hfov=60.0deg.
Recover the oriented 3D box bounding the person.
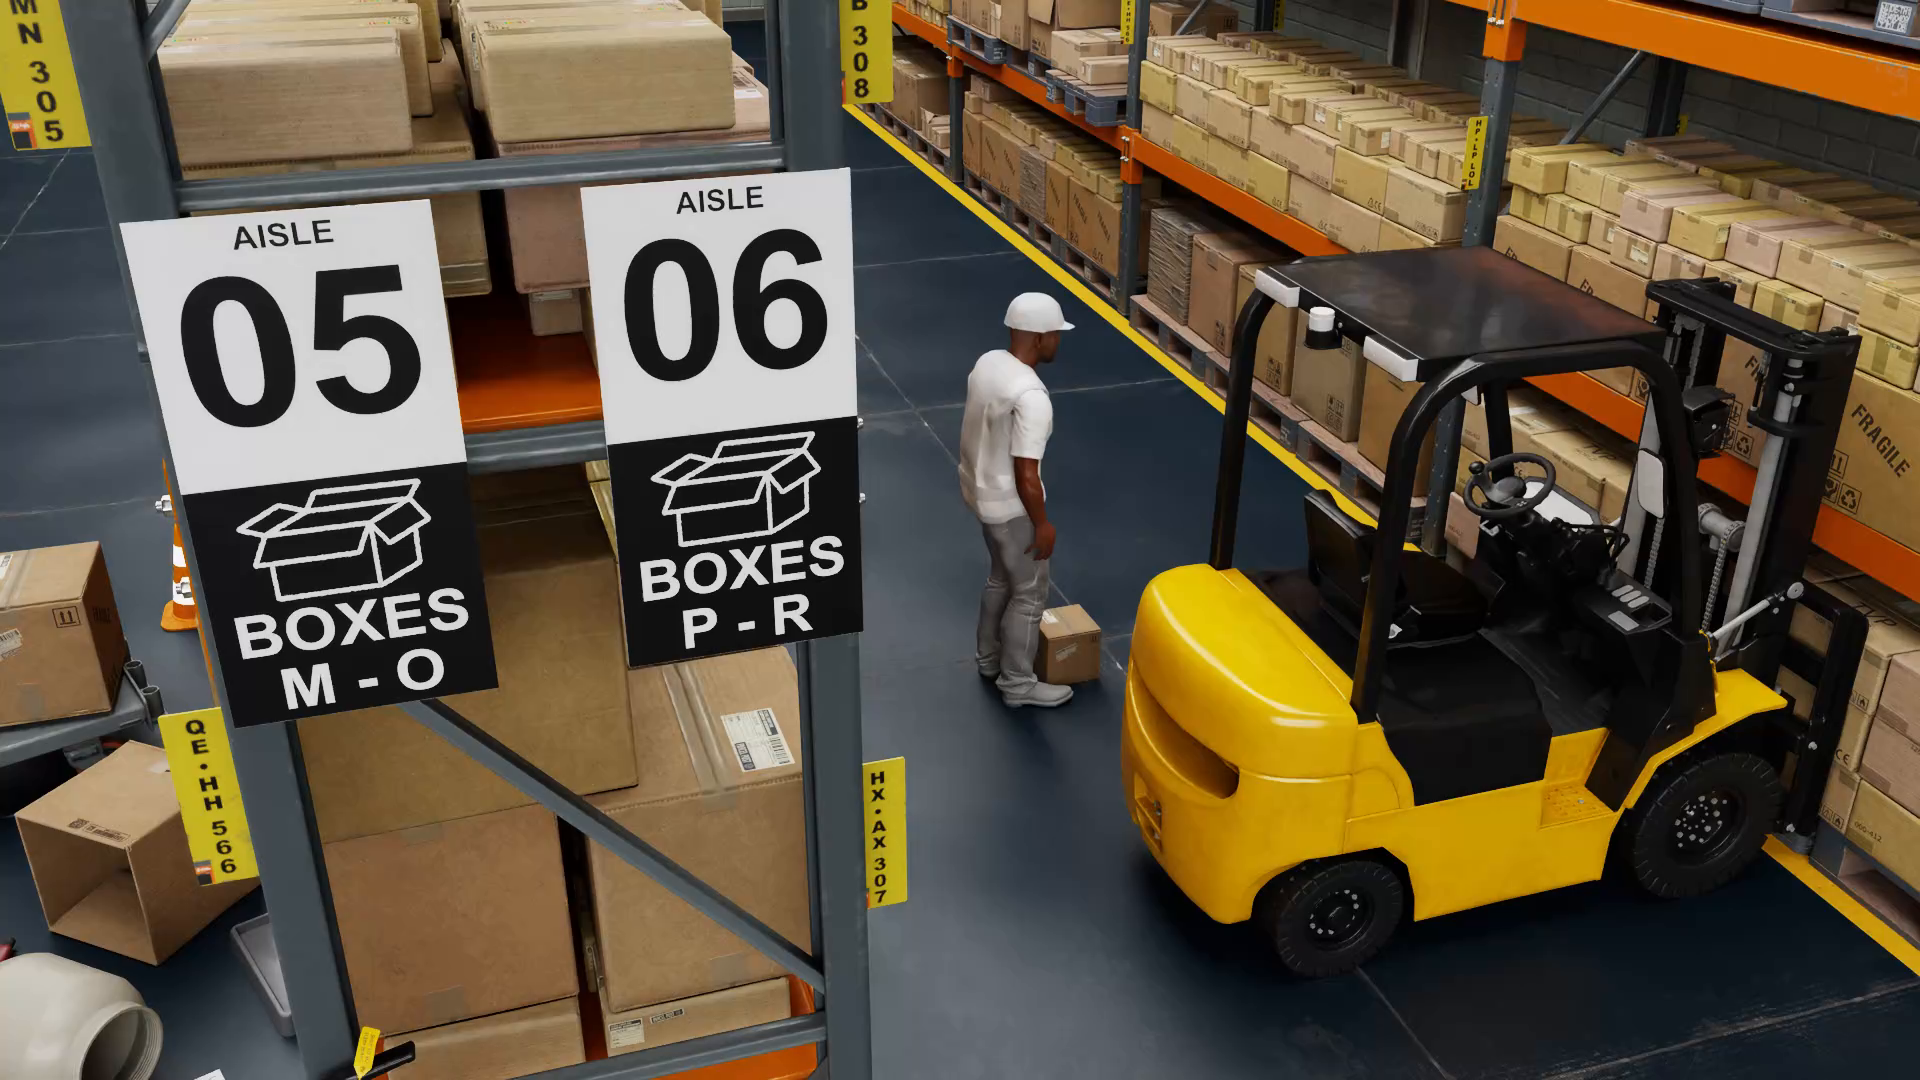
[{"bbox_3d":[0.242,-0.170,6.939,0.461,1.760,0.626,-8,27,-16],"label":"person"}]
